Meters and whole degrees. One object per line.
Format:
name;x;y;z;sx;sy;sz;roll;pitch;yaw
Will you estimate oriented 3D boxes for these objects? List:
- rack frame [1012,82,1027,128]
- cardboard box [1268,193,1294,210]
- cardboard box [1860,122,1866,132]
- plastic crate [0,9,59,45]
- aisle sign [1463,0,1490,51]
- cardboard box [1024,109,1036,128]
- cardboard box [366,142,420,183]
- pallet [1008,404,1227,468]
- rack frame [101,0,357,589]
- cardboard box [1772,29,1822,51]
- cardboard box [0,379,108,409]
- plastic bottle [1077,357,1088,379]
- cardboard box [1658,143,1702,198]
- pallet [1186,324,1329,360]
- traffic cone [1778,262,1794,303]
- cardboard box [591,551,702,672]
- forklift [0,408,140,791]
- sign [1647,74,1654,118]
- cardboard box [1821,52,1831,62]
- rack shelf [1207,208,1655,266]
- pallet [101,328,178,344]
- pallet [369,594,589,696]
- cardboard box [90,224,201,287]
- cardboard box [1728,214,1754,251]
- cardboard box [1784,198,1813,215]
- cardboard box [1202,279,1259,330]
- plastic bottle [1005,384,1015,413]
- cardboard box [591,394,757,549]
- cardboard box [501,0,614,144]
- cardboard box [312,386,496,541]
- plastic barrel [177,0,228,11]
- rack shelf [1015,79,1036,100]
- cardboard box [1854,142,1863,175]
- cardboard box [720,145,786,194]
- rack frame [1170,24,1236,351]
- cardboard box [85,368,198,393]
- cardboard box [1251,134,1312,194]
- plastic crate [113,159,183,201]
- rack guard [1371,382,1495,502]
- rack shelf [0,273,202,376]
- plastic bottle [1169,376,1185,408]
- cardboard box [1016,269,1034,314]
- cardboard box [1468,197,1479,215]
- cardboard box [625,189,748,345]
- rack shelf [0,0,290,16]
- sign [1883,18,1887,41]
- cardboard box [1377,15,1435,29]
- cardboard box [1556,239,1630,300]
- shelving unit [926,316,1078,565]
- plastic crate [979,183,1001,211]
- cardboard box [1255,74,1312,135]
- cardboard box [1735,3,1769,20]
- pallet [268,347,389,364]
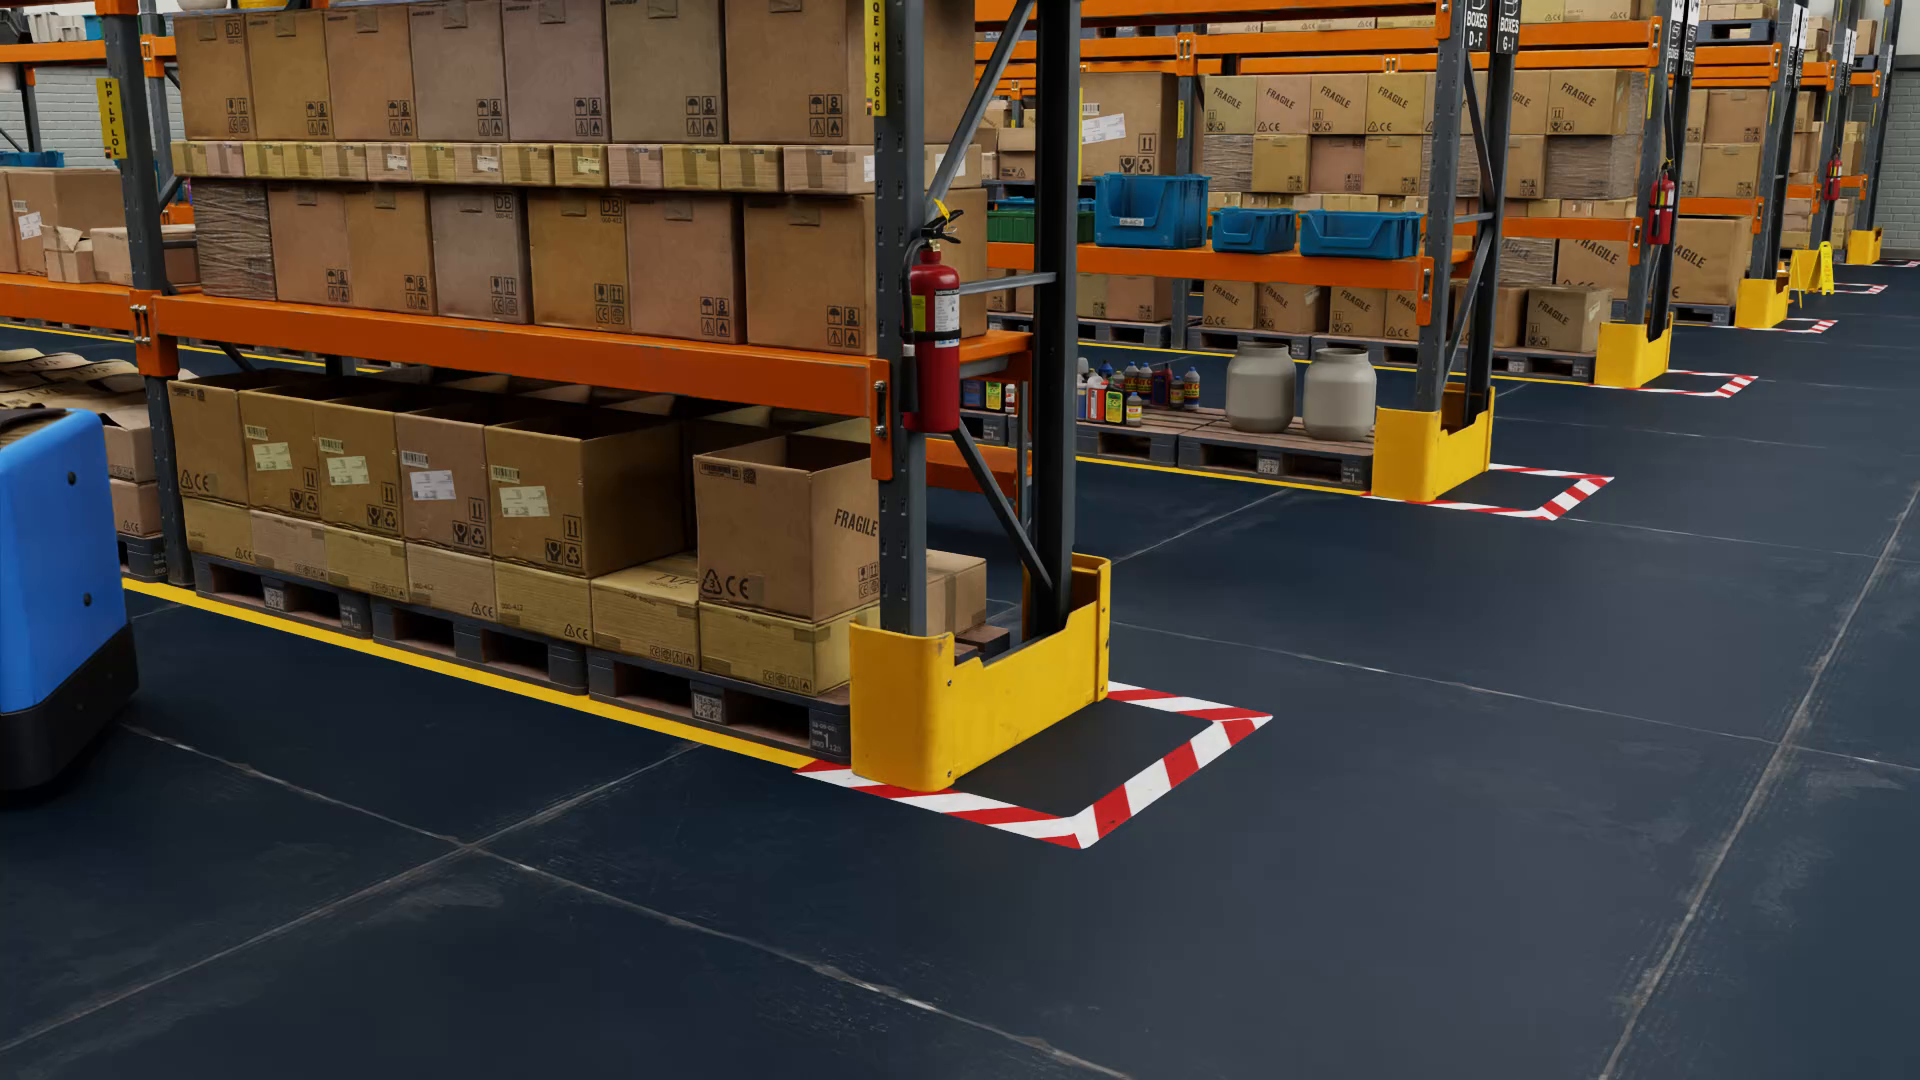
rack frame;1.180;-6.369;27.809;0.127;3.000;1.000;9;17;33
cardboard box;2.934;-3.014;14.777;0.250;0.149;0.380;9;17;33
cardboard box;13.745;-6.345;25.536;0.250;0.149;0.380;9;16;32
plastic crate;-9.320;-5.108;16.602;0.767;0.338;0.504;9;17;33
aisle sign;2.736;-2.989;8.746;0.004;0.787;0.394;9;17;33
cardboard box;1.385;-6.786;27.207;0.500;0.500;0.500;9;17;33
cardboard box;-2.058;-1.462;6.429;0.250;0.149;0.380;9;16;31
pallet;1.074;-0.717;10.781;1.213;0.211;1.003;9;17;33
rack frame;-3.244;-1.345;7.516;0.127;3.000;1.000;9;17;33
cardboard box;10.562;-6.302;20.990;0.500;0.250;0.500;9;16;32
cardboard box;-4.588;-0.620;8.266;0.500;0.311;0.500;9;17;33
plastic bottle;0.778;-1.103;11.291;0.135;0.276;0.152;10;17;34
cardboard box;7.657;-3.942;17.693;0.550;0.550;0.875;9;17;33
pallet;2.865;-1.883;15.493;1.213;0.211;1.003;9;17;33
traffic cone;9.723;-3.062;19.728;0.334;0.463;0.336;9;17;33
cardboard box;-0.957;0.244;5.942;0.500;0.250;0.500;9;17;33
forklift;-4.336;-0.667;4.916;3.031;2.935;1.130;-2;14;-10
sign;5.280;-3.391;12.713;0.005;0.325;0.100;9;17;33
cardboard box;11.043;-6.203;21.419;0.250;0.149;0.380;9;17;33
rack shelf;3.947;-2.703;14.496;4.000;0.370;1.077;9;17;33
pallet;-7.747;-2.143;16.540;1.213;0.211;1.003;9;17;33
pallet;-1.591;0.287;6.726;1.213;0.211;1.003;9;17;33
cardboard box;-3.677;-1.330;7.765;0.500;0.250;0.500;10;17;36
cardboard box;10.327;-4.048;21.722;0.500;0.500;0.500;9;17;33
cardboard box;12.921;-5.171;25.738;0.500;0.250;0.500;10;17;34
cardboard box;2.597;-2.249;15.494;0.500;0.500;0.500;9;16;31
plastic bottle;0.340;-0.929;10.741;0.097;0.201;0.097;0;14;0
cardboard box;-1.084;-0.290;6.538;0.500;0.500;0.500;9;17;33
cardboard box;-1.208;-1.696;6.026;0.500;0.500;0.700;9;17;33
cardboard box;-2.204;-0.320;6.660;0.500;0.500;0.500;9;17;33
plastic barrel;-6.818;-5.011;14.923;0.433;0.535;0.433;0;14;0
rack shelf;2.840;-7.208;26.451;4.000;0.370;1.077;9;17;33
cardboard box;13.648;-5.920;25.788;0.500;0.500;0.500;10;17;35
cardboard box;-0.567;-1.220;5.453;0.250;0.149;0.380;10;17;34
rack frame;2.287;-3.320;15.493;0.127;3.000;1.000;9;17;33
cardboard box;-4.291;-0.729;8.708;0.500;0.311;0.500;9;16;31
cardboard box;3.022;-3.366;14.852;0.500;0.500;0.875;9;17;33
plastic crate;-7.693;-3.421;15.810;0.575;0.384;0.392;9;17;33
rack guard;2.753;-0.584;9.640;0.348;0.500;1.175;9;17;33
rack shelf;-4.904;-1.264;8.686;4.000;0.370;1.077;9;17;33
plastic bottle;1.426;-0.970;10.909;0.097;0.201;0.097;0;14;0
cardboard box;0.940;-2.550;16.667;0.500;0.500;0.700;8;16;28
cardboard box;4.428;-2.794;13.891;0.250;0.149;0.380;9;17;33
cardboard box;-0.744;-0.992;5.881;0.500;0.500;0.700;10;17;34
rack shelf;-4.904;-2.720;8.325;4.000;0.370;1.077;9;17;33
sign;13.590;-7.491;24.421;0.005;0.325;0.100;9;17;33
cardboard box;3.808;-4.384;13.861;0.500;0.250;0.500;9;16;32
cardboard box;7.128;-3.127;18.260;0.875;0.875;0.875;9;16;32
shelving unit;-0.006;-0.547;8.192;1.048;1.125;0.538;9;17;33
plastic crate;-0.113;-2.207;11.125;0.504;0.338;0.767;9;17;33
cardboard box;2.935;-3.821;14.607;0.500;0.500;0.500;9;17;33
cardboard box;7.994;-5.323;16.781;0.250;0.149;0.380;9;17;33
pallet;-5.481;-1.777;15.061;1.213;0.211;1.003;9;17;33
